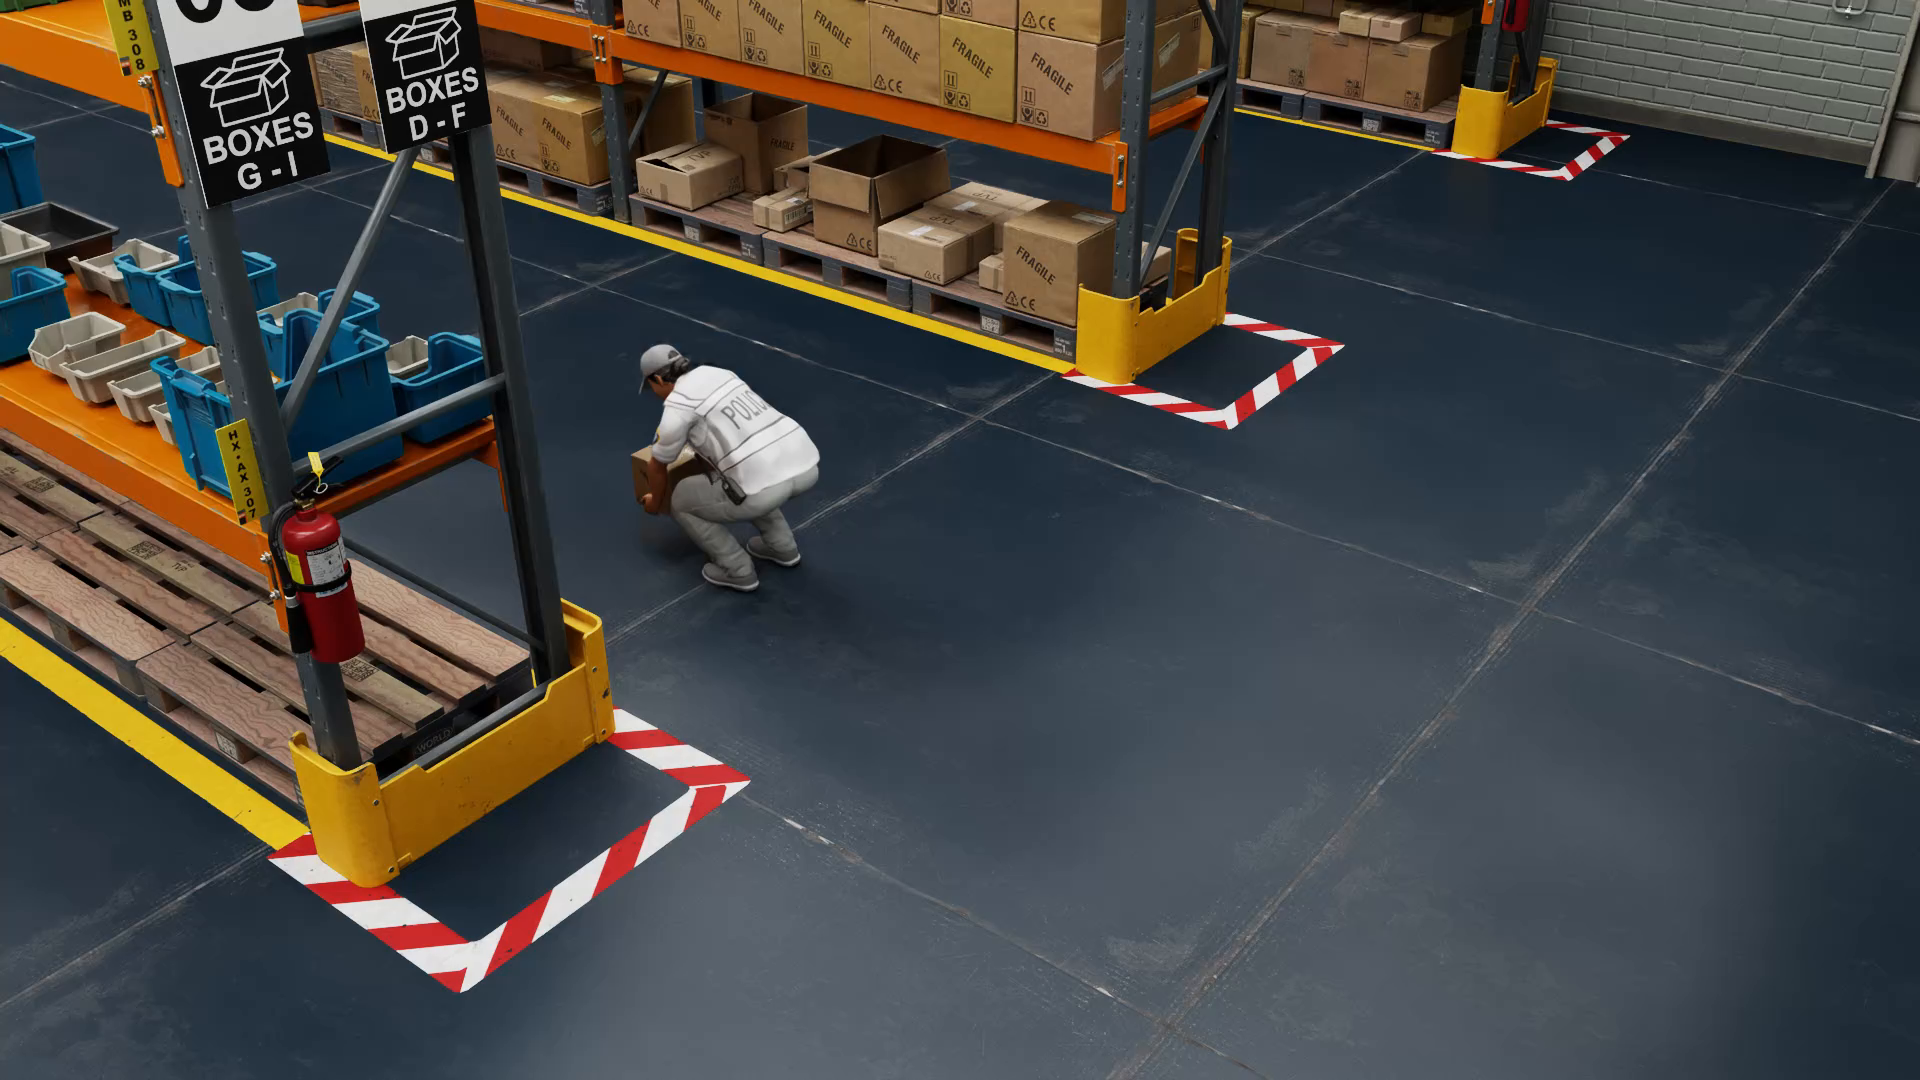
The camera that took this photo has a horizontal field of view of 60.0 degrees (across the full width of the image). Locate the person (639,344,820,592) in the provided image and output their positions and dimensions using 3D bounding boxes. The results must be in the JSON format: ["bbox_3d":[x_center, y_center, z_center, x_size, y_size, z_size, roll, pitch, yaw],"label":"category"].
[{"bbox_3d":[-1.025,-0.320,7.291,0.836,1.021,0.530,21,37,31],"label":"person"}]
